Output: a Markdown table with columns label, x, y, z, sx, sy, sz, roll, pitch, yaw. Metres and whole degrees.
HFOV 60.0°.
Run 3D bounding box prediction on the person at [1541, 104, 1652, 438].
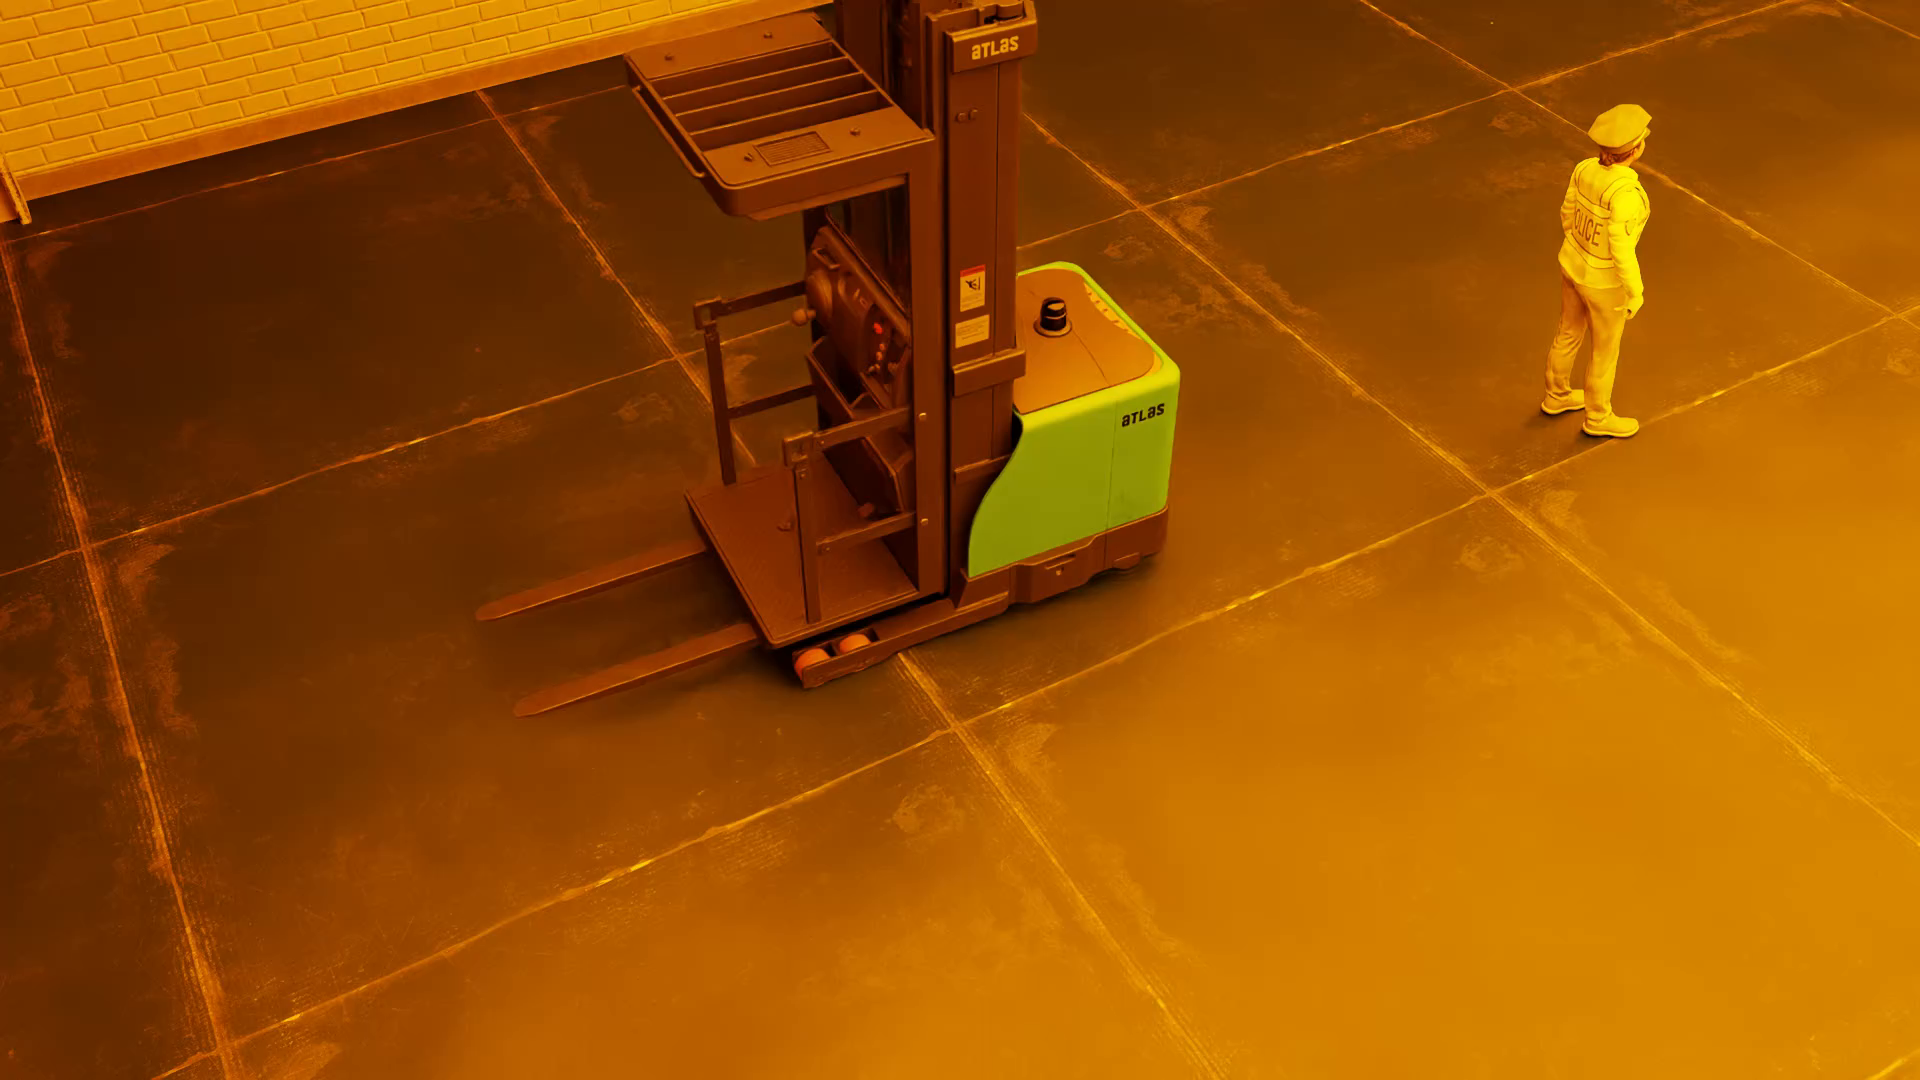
| label | x | y | z | sx | sy | sz | roll | pitch | yaw |
| --- | --- | --- | --- | --- | --- | --- | --- | --- | --- |
| person | 3.118 | -1.295 | 7.993 | 0.532 | 1.694 | 0.586 | -11 | 44 | -12 |

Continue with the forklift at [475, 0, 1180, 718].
| label | x | y | z | sx | sy | sz | roll | pitch | yaw |
| --- | --- | --- | --- | --- | --- | --- | --- | --- | --- |
| forklift | -0.597 | -0.855 | 6.619 | 3.031 | 2.935 | 1.130 | -19 | 46 | -19 |
